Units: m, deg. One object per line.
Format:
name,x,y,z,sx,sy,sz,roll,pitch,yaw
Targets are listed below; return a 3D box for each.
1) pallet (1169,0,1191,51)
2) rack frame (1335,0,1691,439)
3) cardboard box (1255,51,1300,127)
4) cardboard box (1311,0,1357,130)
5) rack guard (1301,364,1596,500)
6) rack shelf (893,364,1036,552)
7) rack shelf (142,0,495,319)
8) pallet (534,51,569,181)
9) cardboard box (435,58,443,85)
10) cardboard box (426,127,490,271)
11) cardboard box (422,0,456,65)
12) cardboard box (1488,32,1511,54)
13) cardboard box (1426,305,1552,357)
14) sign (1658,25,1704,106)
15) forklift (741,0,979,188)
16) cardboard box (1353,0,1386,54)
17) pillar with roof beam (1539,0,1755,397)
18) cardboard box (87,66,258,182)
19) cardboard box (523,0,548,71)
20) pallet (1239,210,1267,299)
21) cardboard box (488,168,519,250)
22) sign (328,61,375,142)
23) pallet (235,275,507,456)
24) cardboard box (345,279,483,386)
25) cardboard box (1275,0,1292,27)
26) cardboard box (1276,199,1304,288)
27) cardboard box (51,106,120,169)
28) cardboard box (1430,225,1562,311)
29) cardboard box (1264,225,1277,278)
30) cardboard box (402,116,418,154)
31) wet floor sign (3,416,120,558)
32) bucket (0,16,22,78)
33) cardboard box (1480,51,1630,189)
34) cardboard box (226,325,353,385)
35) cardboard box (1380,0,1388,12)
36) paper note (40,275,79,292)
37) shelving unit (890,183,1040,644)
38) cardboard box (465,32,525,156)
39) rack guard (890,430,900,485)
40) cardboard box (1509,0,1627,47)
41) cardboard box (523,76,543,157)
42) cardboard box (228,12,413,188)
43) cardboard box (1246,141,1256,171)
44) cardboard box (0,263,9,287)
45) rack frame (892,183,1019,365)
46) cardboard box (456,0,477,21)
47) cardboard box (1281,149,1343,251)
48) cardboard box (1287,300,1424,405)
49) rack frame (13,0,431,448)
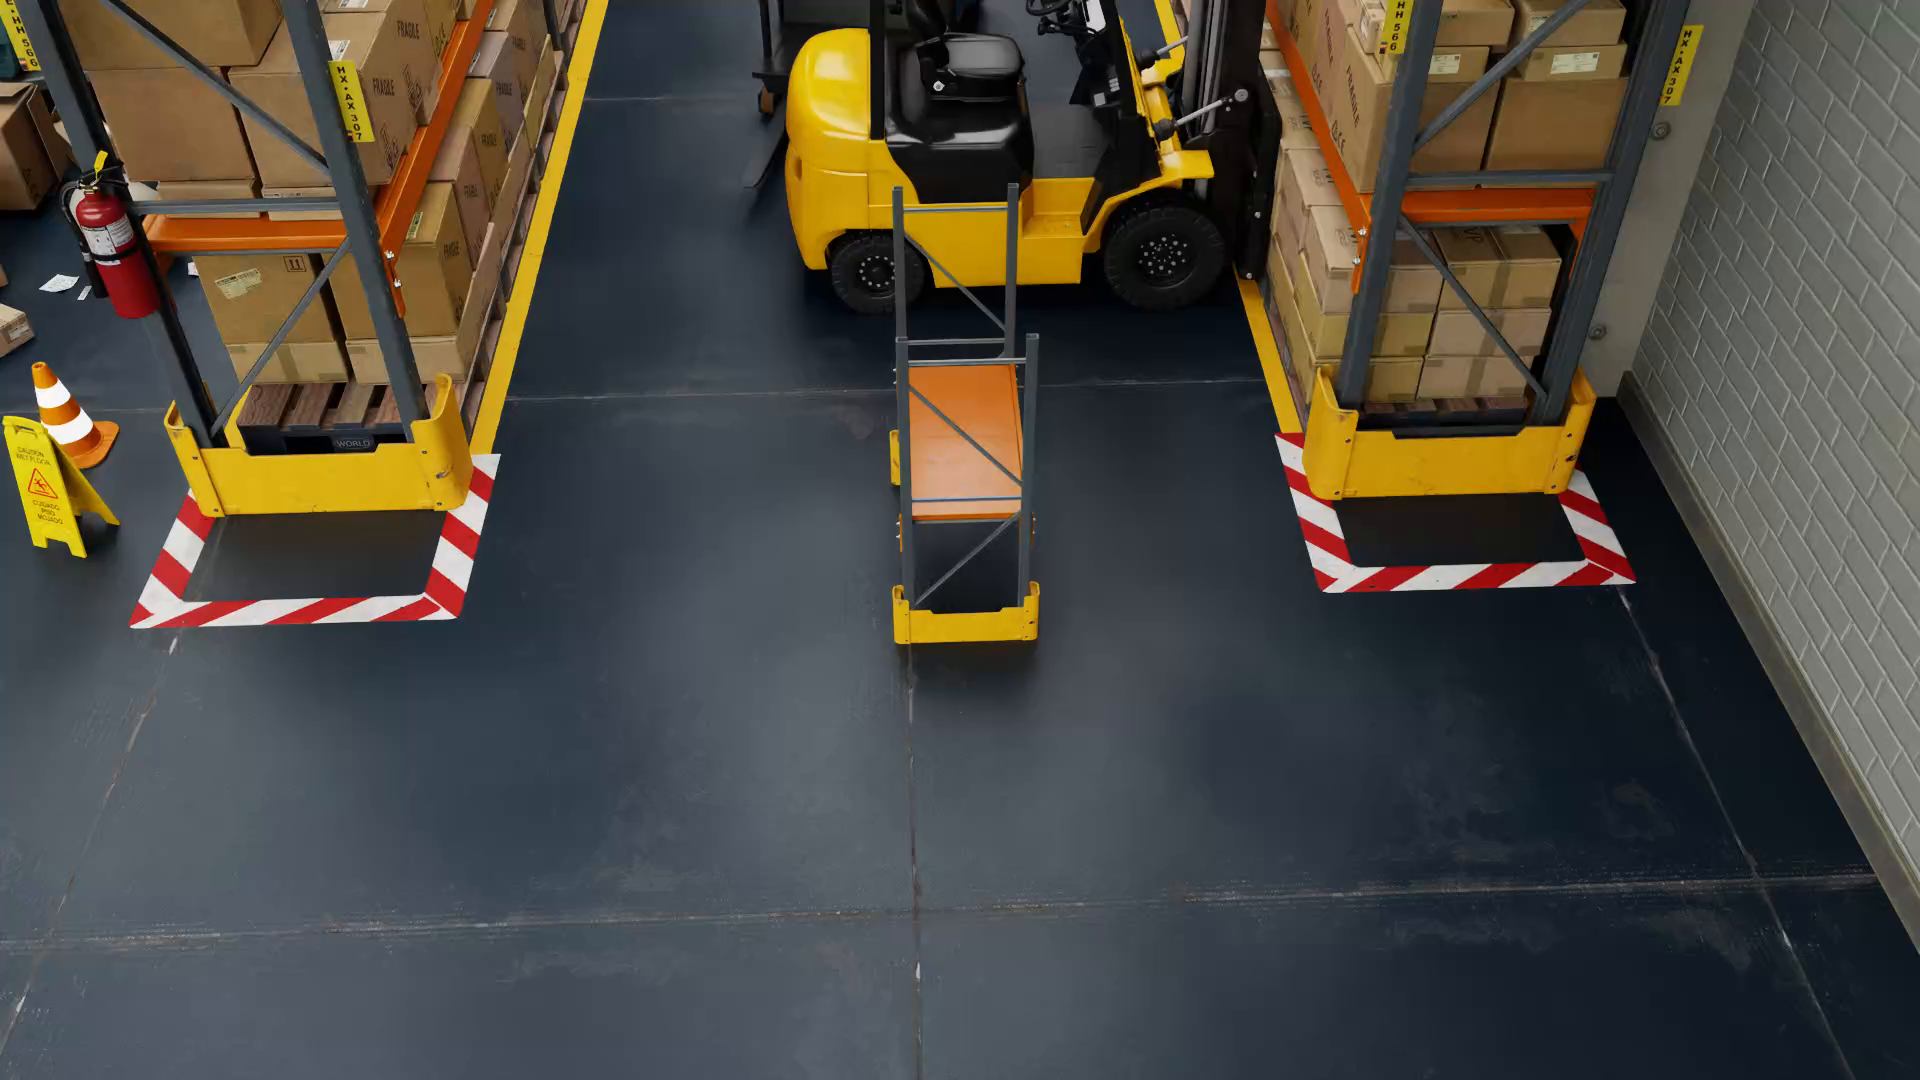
pallet,1.920,-3.601,11.023,1.003,0.211,1.213,-2,43,-2
rack frame,2.160,-1.433,6.593,1.000,3.000,0.127,-2,43,-2
cardboard box,1.756,-2.272,8.493,0.500,0.250,0.500,-2,43,-3
cardboard box,1.864,-2.145,7.296,0.500,0.500,0.500,0,43,0
rack guard,2.161,-0.495,7.420,1.175,0.500,0.348,-2,43,-2
rack shelf,0.004,-0.363,6.802,0.538,0.185,1.000,-2,43,-2
rack shelf,-2.884,-2.373,8.151,1.077,0.370,4.000,-2,43,-2
pallet,-2.905,-2.508,9.830,1.003,0.211,1.213,-2,43,-2
cardboard box,-2.571,-2.128,7.538,0.380,0.149,0.250,-1,43,-1
cardboard box,-2.585,-1.627,7.974,0.500,0.500,0.500,-3,43,-3
cardboard box,-2.590,-2.456,7.415,0.500,0.500,0.500,-2,43,-3
cardboard box,2.331,-2.110,6.778,0.380,0.149,0.250,-2,43,-2
cardboard box,2.348,-1.082,7.564,0.500,0.250,0.500,-1,43,-1
sign,2.715,-1.793,6.287,0.100,0.325,0.005,-2,43,-2
forklift,-0.606,-3.804,9.231,1.130,2.935,3.031,6,43,7
cardboard box,1.825,-2.106,6.774,0.380,0.149,0.250,-1,43,-1
pillar with roof beam,-1.270,-4.017,4.972,9.100,9.000,0.400,-2,43,-2
cardboard box,-3.097,-1.793,6.692,0.500,0.500,0.500,-2,43,-3
cardboard box,-2.676,-3.014,9.487,0.500,0.500,0.500,-2,43,-2
pallet,2.037,-1.742,8.994,1.003,0.211,1.213,-2,43,-2
cardboard box,-2.607,-1.694,8.603,0.500,0.250,0.500,1,43,1
sign,-2.257,-1.623,6.160,0.100,0.325,0.005,-2,43,-2
pallet,-2.801,-0.861,8.033,1.003,0.211,1.213,-2,43,-2
cardboard box,-2.557,-0.981,7.825,0.500,0.250,0.500,-2,43,-2
cardboard box,1.810,-2.830,8.043,0.500,0.500,0.500,-1,43,-2
cardboard box,1.816,-1.417,7.930,0.500,0.250,0.500,-2,43,-2
cardboard box,-5.079,-2.369,9.638,0.258,0.266,0.396,-32,51,-30
cardboard box,2.329,-1.272,7.402,0.500,0.250,0.500,-2,43,-2
cardboard box,1.800,-1.556,8.452,0.500,0.250,0.500,-1,43,-1
cardboard box,-2.562,-1.782,7.160,0.380,0.149,0.250,-3,43,-3
wet floor sign,-3.860,-0.261,7.057,0.267,0.644,0.232,12,44,13
bucket,-5.601,-3.106,9.716,0.726,0.611,0.620,12,34,13
cardboard box,2.416,-1.812,6.933,0.500,0.500,0.500,0,43,0
cardboard box,-3.103,-0.983,7.827,0.500,0.250,0.500,-2,43,-2
cardboard box,1.893,-2.220,6.678,0.380,0.149,0.250,-2,43,-2
paper note,-4.714,-1.348,8.706,0.148,0.019,0.142,12,44,13
shelving unit,0.003,-0.501,6.687,0.587,1.500,1.083,-2,43,-2
cardboard box,-2.630,-2.326,8.737,0.500,0.500,0.500,0,43,0
rack guard,-0.018,-0.377,7.476,0.587,0.250,0.087,-2,43,-2
cardboard box,2.359,-2.051,6.494,0.380,0.149,0.250,-2,43,-3
cardboard box,-2.643,-2.379,9.349,0.500,0.250,0.500,-3,43,-3
cardboard box,-2.542,-1.762,6.658,0.500,0.500,0.500,-2,43,-2
cardboard box,1.756,-2.103,8.678,0.500,0.250,0.500,-2,43,-2
cardboard box,-5.403,-1.481,8.493,0.797,0.503,0.637,-32,51,-30
rack frame,-0.018,-0.838,7.055,0.500,1.500,0.032,-2,43,-2
cardboard box,-2.576,-2.655,8.113,0.380,0.149,0.250,-1,43,-1
cardboard box,1.801,-1.589,7.748,0.500,0.250,0.500,-1,43,-1
cardboard box,1.824,-0.882,7.717,0.500,0.250,0.500,-1,43,-1
rack frame,-2.799,-1.288,6.435,1.000,3.000,0.127,-2,43,-2
